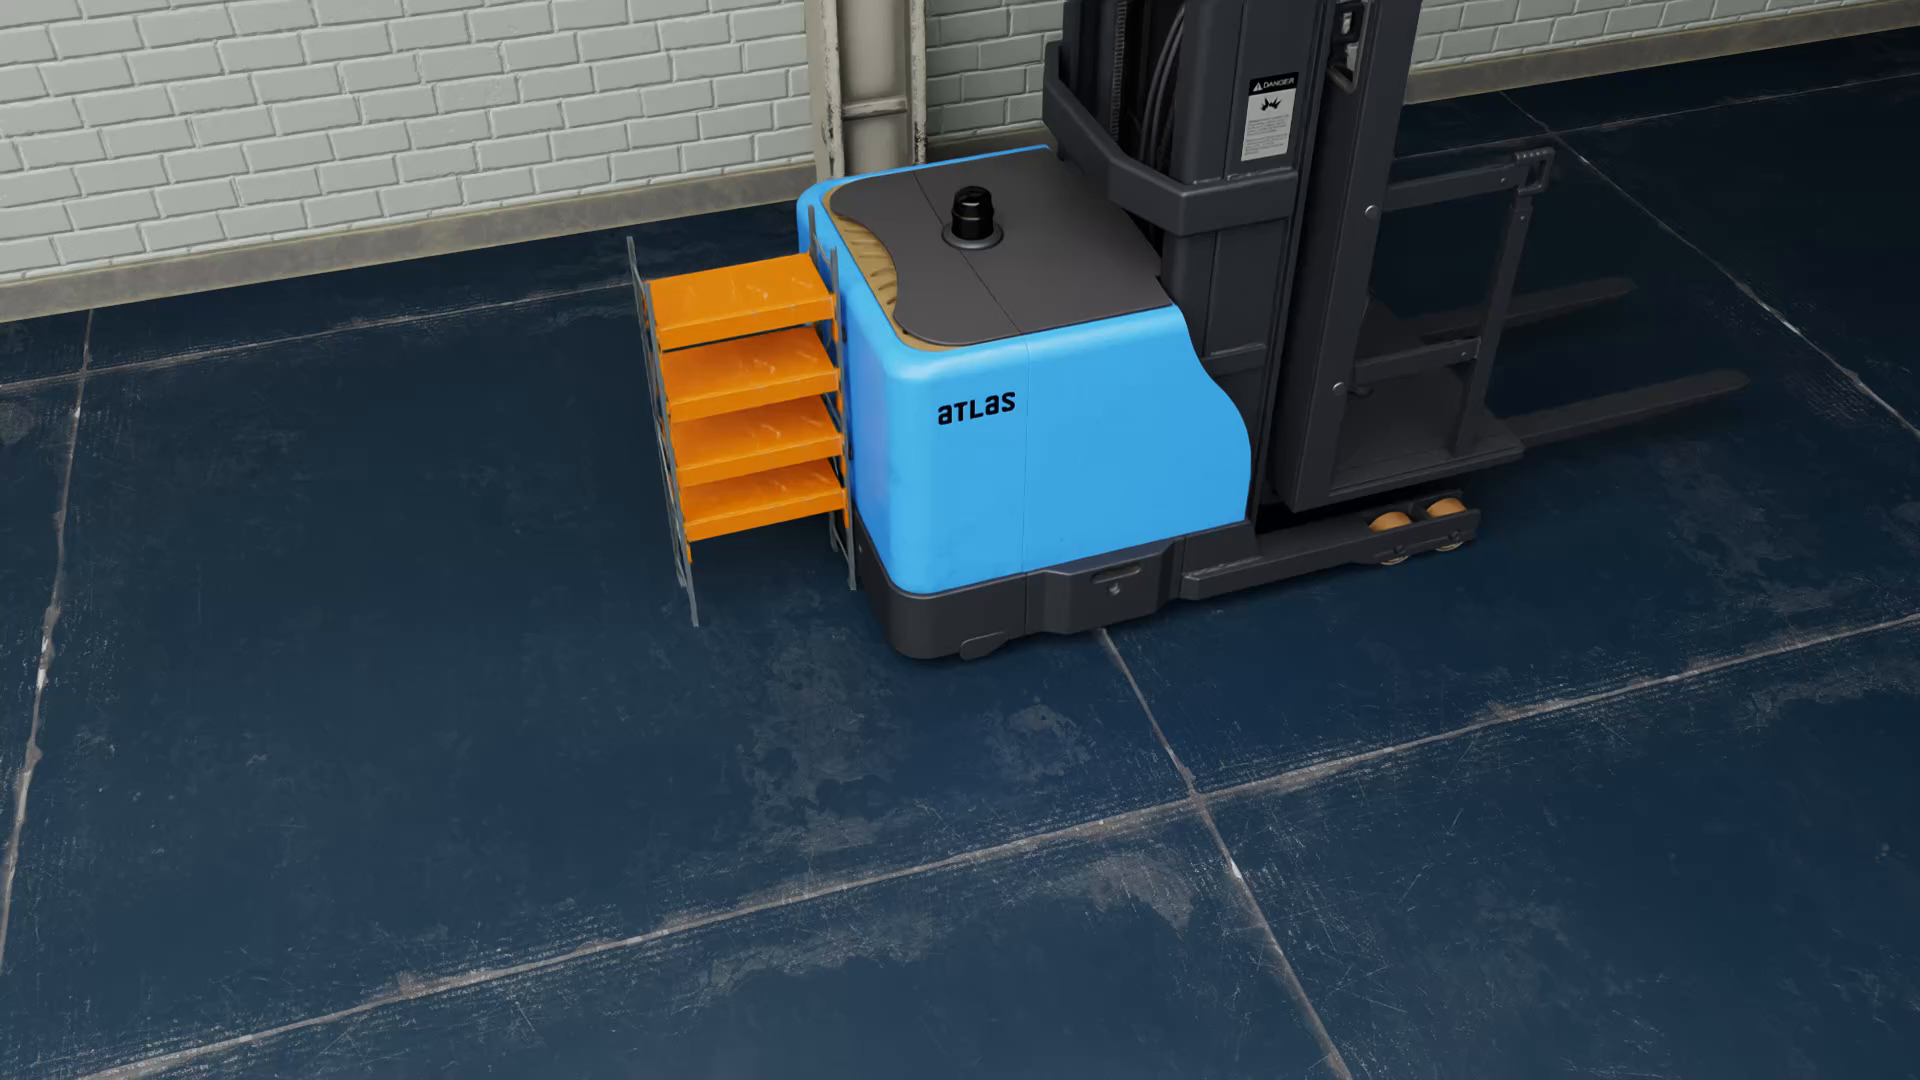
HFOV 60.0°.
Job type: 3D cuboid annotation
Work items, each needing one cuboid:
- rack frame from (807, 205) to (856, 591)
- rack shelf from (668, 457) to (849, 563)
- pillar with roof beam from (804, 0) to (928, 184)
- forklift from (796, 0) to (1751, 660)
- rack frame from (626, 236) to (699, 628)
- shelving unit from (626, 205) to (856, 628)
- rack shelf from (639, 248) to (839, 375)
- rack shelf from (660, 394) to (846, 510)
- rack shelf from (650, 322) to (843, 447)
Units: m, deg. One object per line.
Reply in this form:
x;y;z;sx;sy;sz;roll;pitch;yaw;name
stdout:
-0.362;-0.371;4.763;0.015;1.200;0.240;-13;43;-14;rack frame
-0.593;-0.118;4.877;0.480;0.148;0.258;-13;43;-14;rack shelf
0.931;-2.075;0.786;0.400;9.000;9.100;-12;42;-13;pillar with roof beam
1.088;-1.343;4.559;3.031;2.935;1.130;-13;43;-14;forklift
-0.823;-0.265;4.642;0.015;1.200;0.240;-13;43;-14;rack frame
-0.593;-0.318;4.702;0.503;1.200;0.258;-13;43;-14;shelving unit
-0.593;-0.614;4.444;0.480;0.148;0.258;-13;43;-14;rack shelf
-0.593;-0.268;4.747;0.480;0.148;0.258;-13;43;-14;rack shelf
-0.593;-0.436;4.599;0.480;0.148;0.258;-13;43;-14;rack shelf
